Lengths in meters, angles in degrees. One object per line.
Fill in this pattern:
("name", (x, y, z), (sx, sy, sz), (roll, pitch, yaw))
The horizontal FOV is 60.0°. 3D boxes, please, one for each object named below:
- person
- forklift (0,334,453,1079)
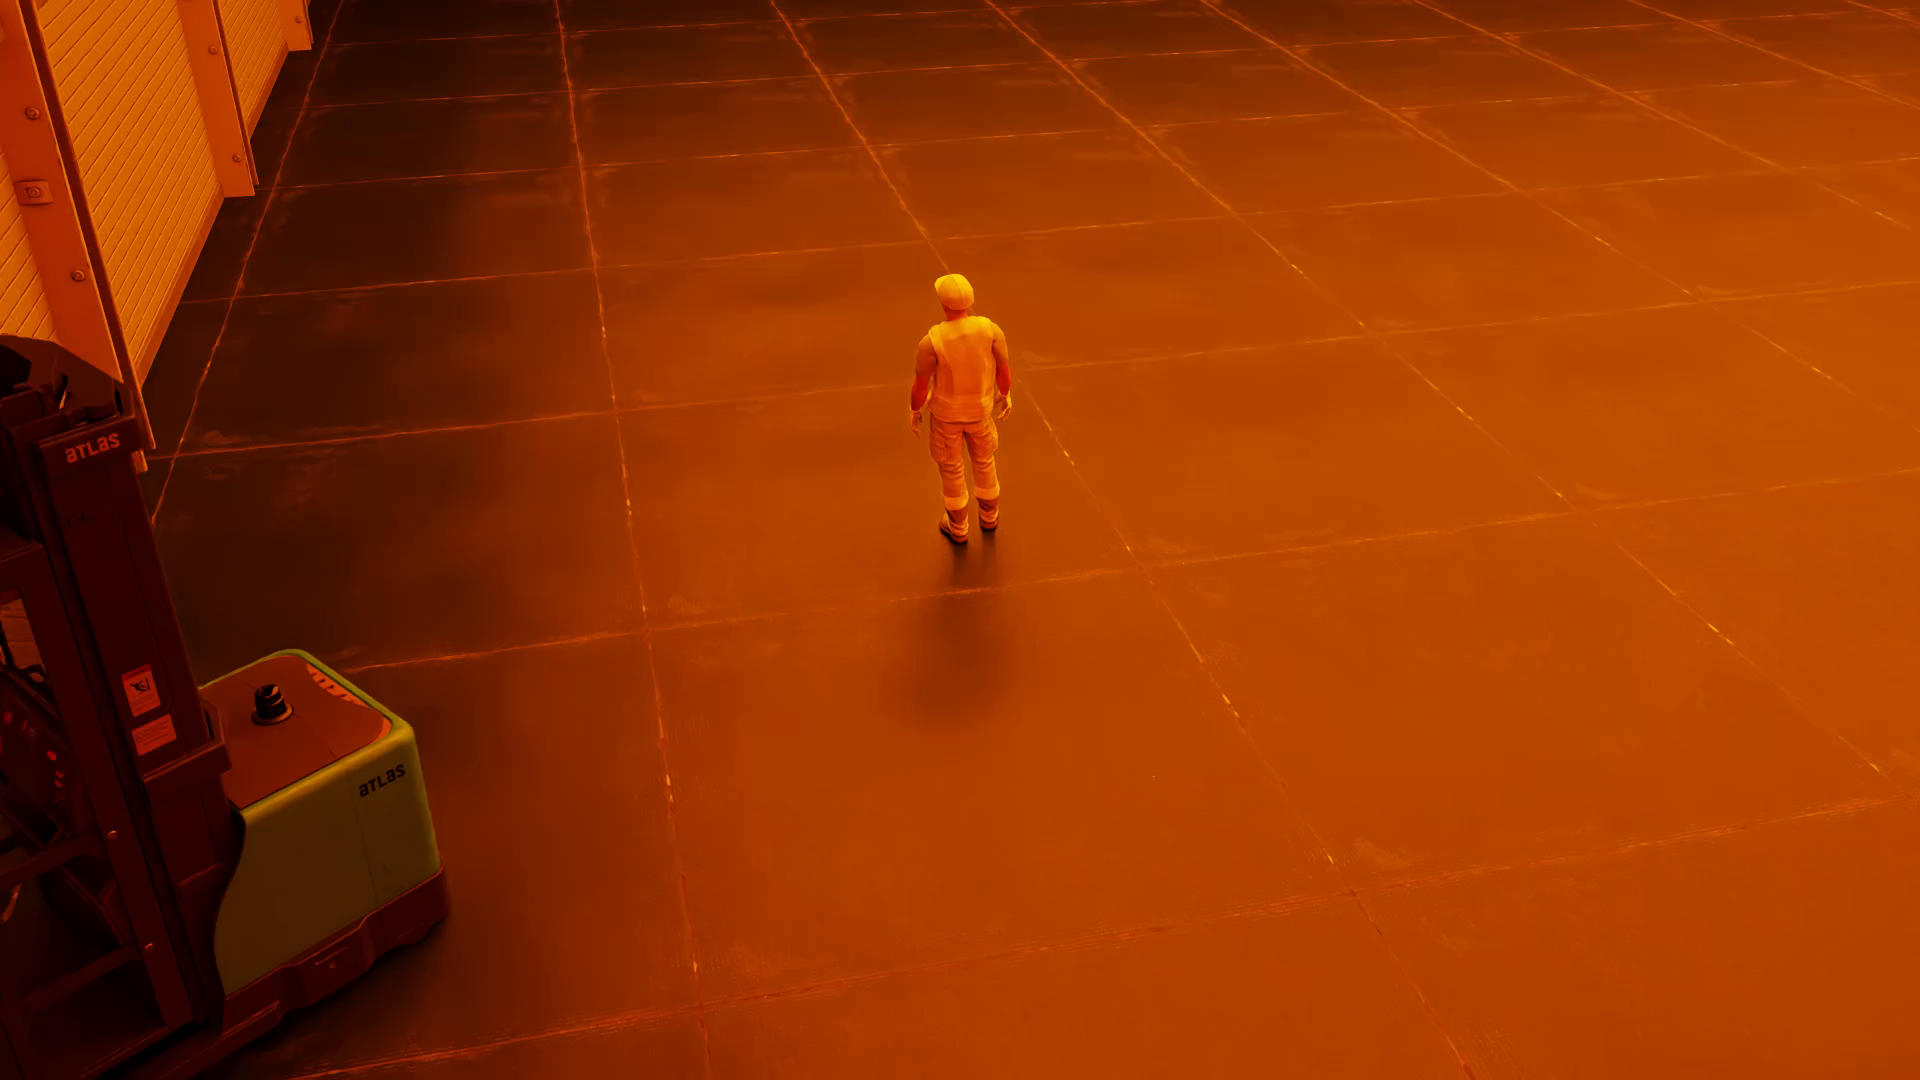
("person", (-0.007, -0.821, 10.118), (0.637, 1.787, 0.564), (-7, 31, -12))
("forklift", (-3.640, 0.843, 6.119), (1.130, 2.935, 3.031), (24, 38, 35))
